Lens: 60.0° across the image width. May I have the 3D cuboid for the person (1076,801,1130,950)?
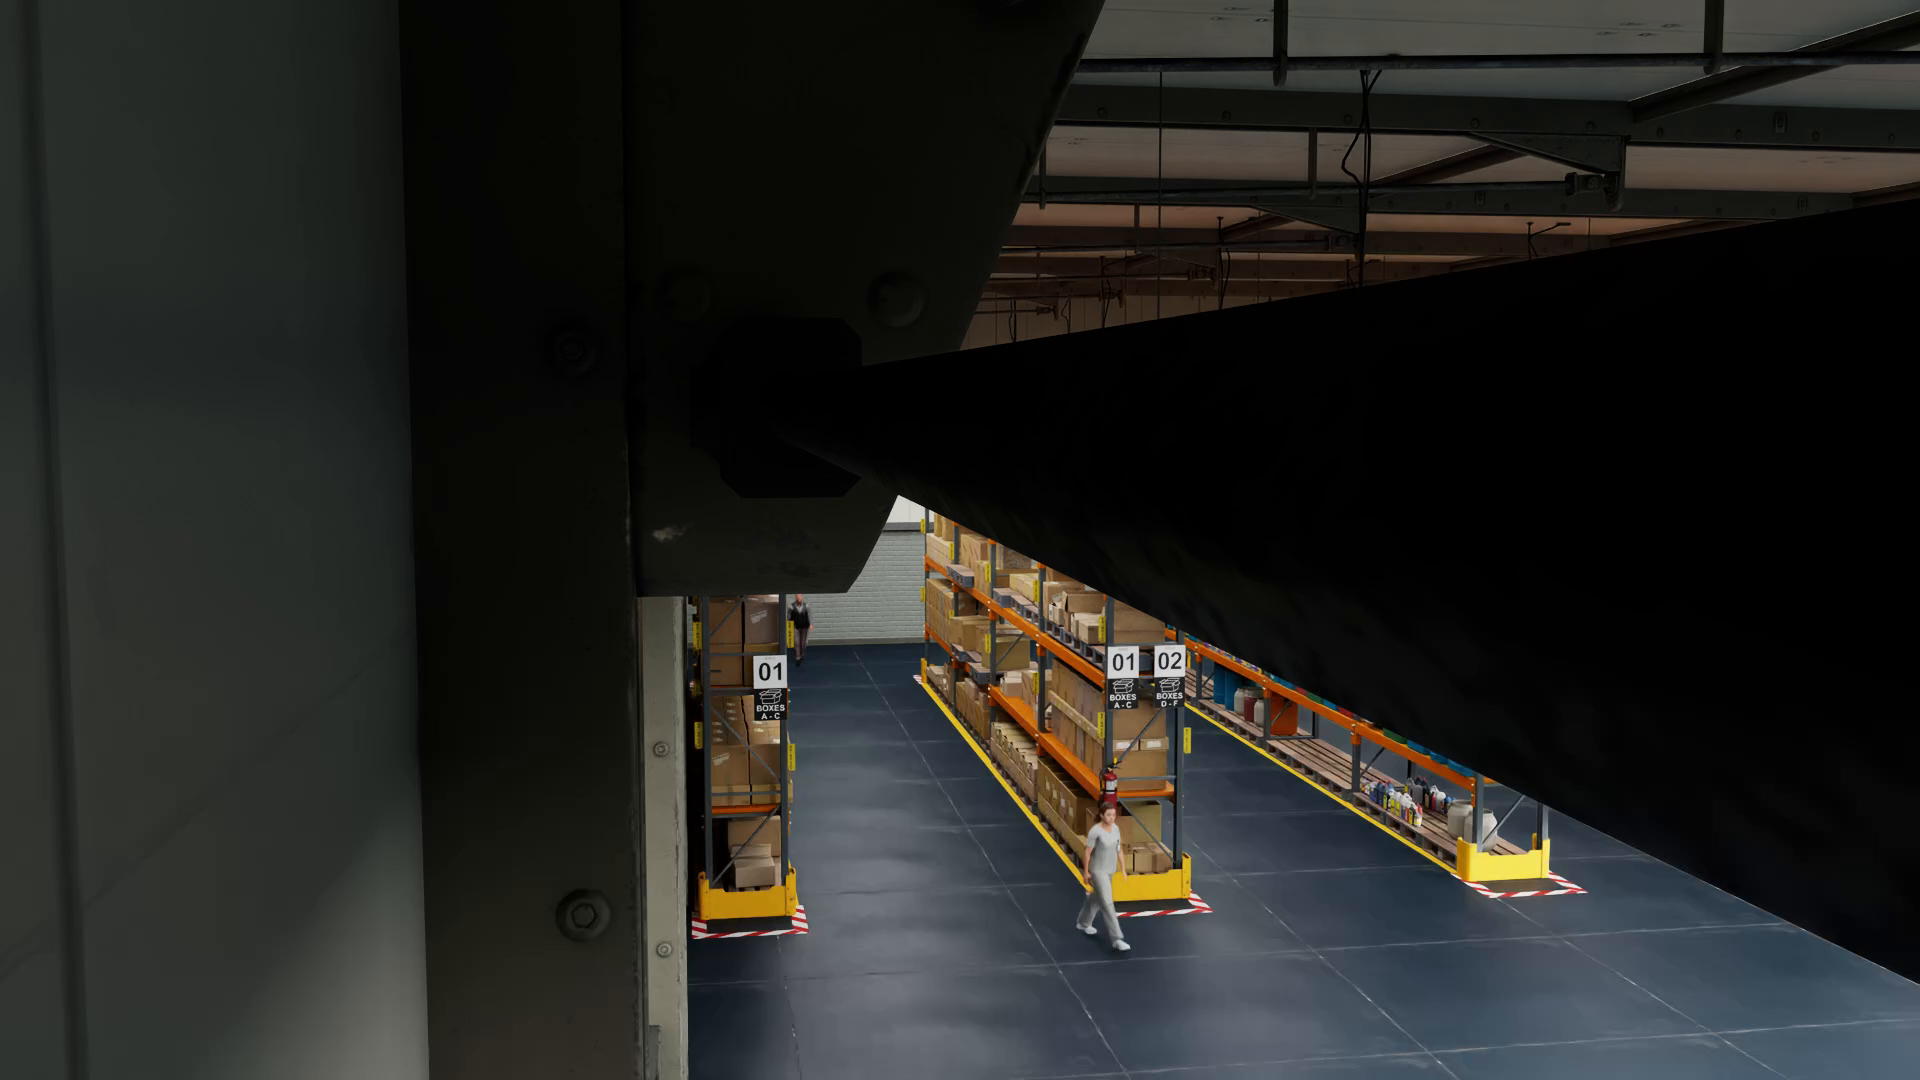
[{"bbox_3d":[1.691,3.812,19.122,0.477,1.615,1.009,-5,7,-45],"label":"person"}]

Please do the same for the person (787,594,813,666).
[{"bbox_3d":[-3.755,2.064,38.908,0.590,1.667,1.068,-1,5,-12],"label":"person"}]
